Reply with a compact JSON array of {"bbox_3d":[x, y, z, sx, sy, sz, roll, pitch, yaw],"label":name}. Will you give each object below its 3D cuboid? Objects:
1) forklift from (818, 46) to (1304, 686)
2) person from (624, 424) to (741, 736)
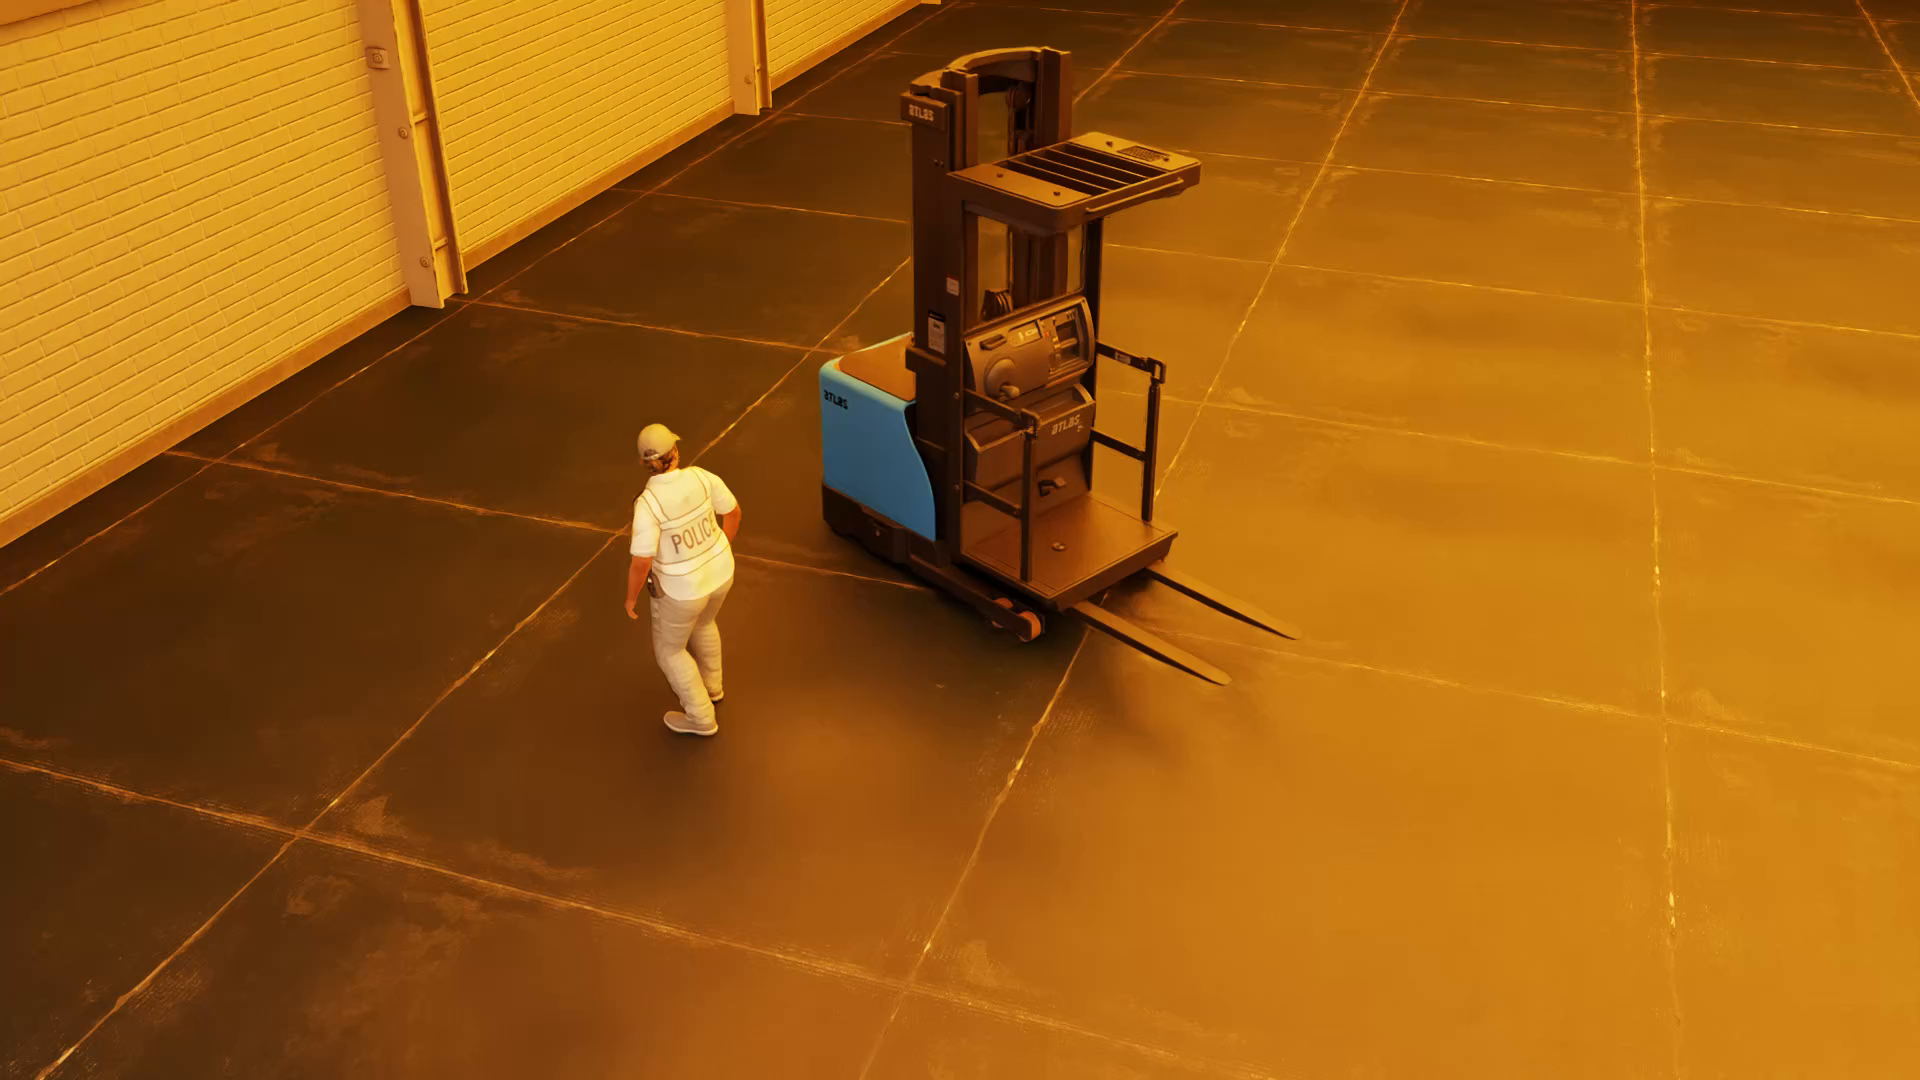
[{"bbox_3d":[0.532,-1.005,8.899,1.130,2.935,3.031,-25,38,-37],"label":"forklift"},{"bbox_3d":[-1.381,0.185,8.112,0.508,1.649,0.683,20,35,31],"label":"person"}]
